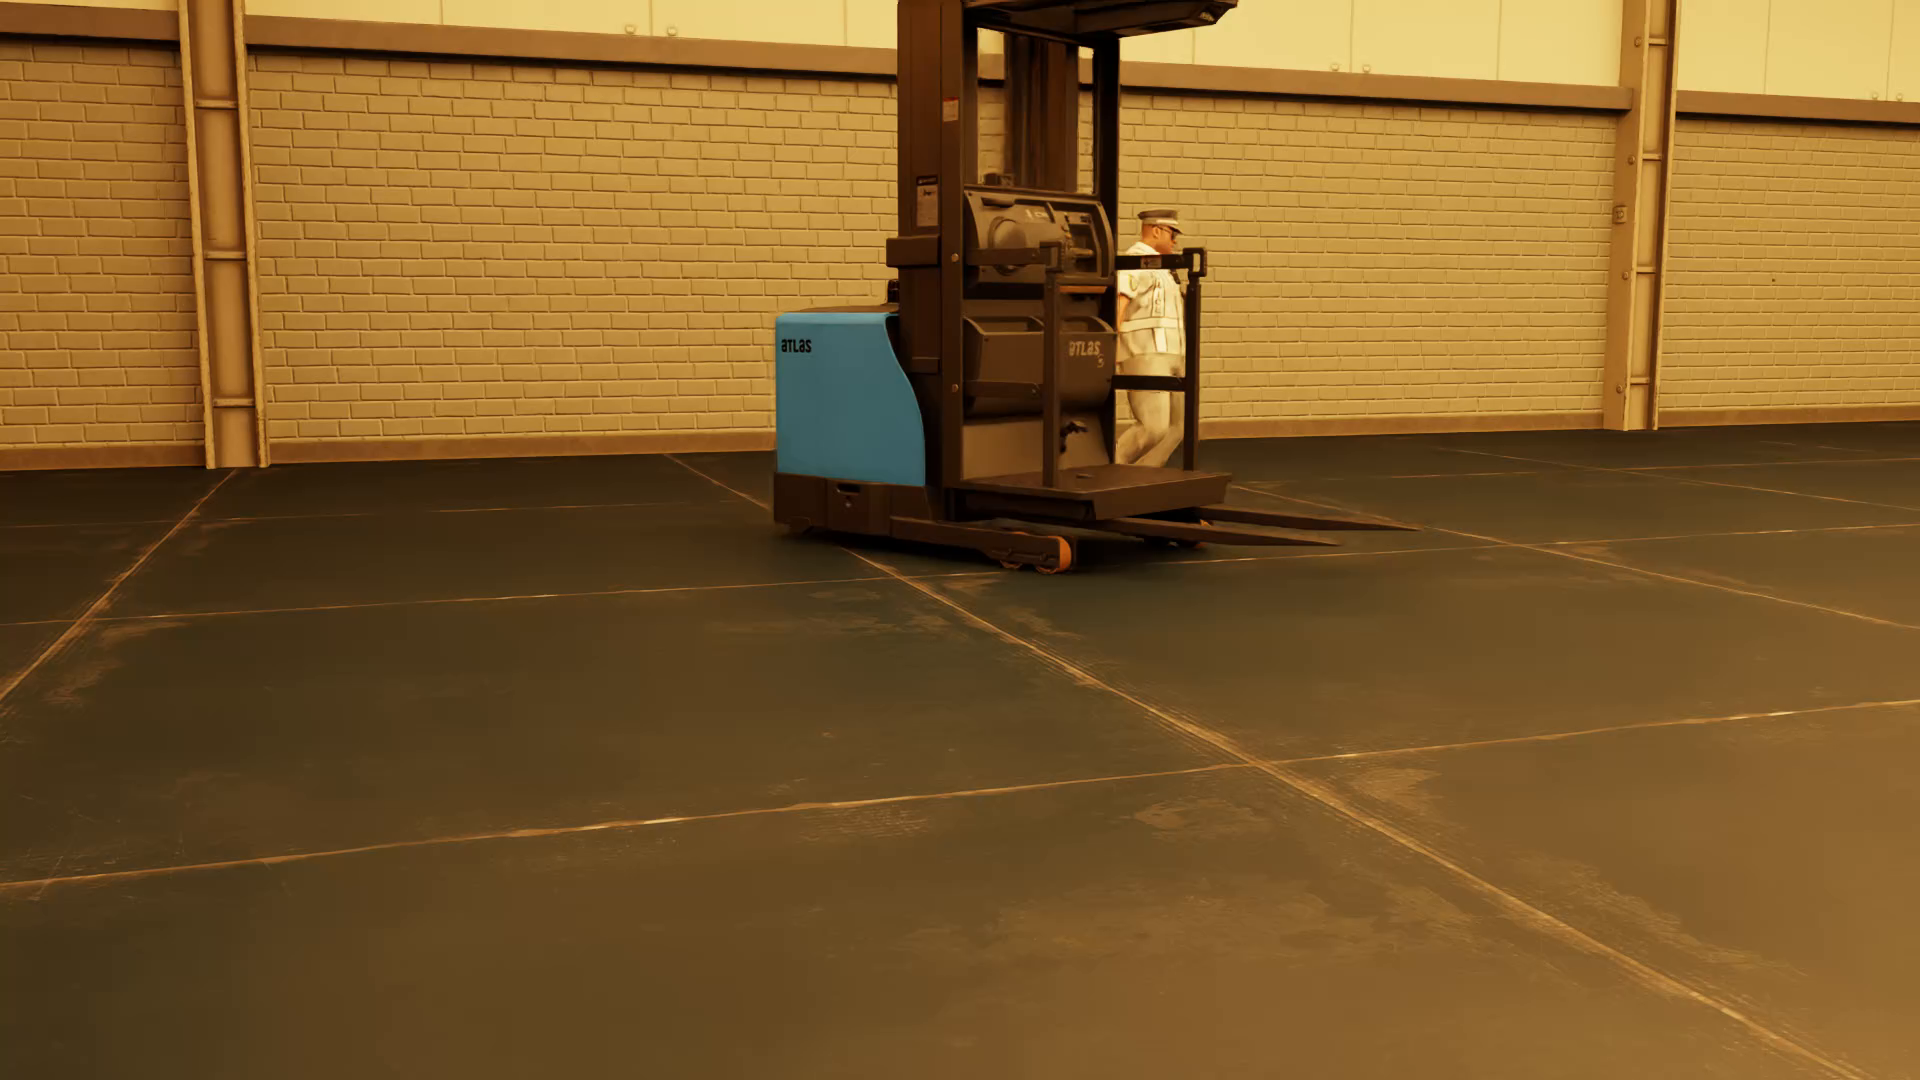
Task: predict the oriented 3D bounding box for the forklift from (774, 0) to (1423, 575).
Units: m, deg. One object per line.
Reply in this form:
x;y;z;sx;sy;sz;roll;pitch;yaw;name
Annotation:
0.518;-1.387;7.244;3.031;2.935;1.130;7;11;43;forklift
